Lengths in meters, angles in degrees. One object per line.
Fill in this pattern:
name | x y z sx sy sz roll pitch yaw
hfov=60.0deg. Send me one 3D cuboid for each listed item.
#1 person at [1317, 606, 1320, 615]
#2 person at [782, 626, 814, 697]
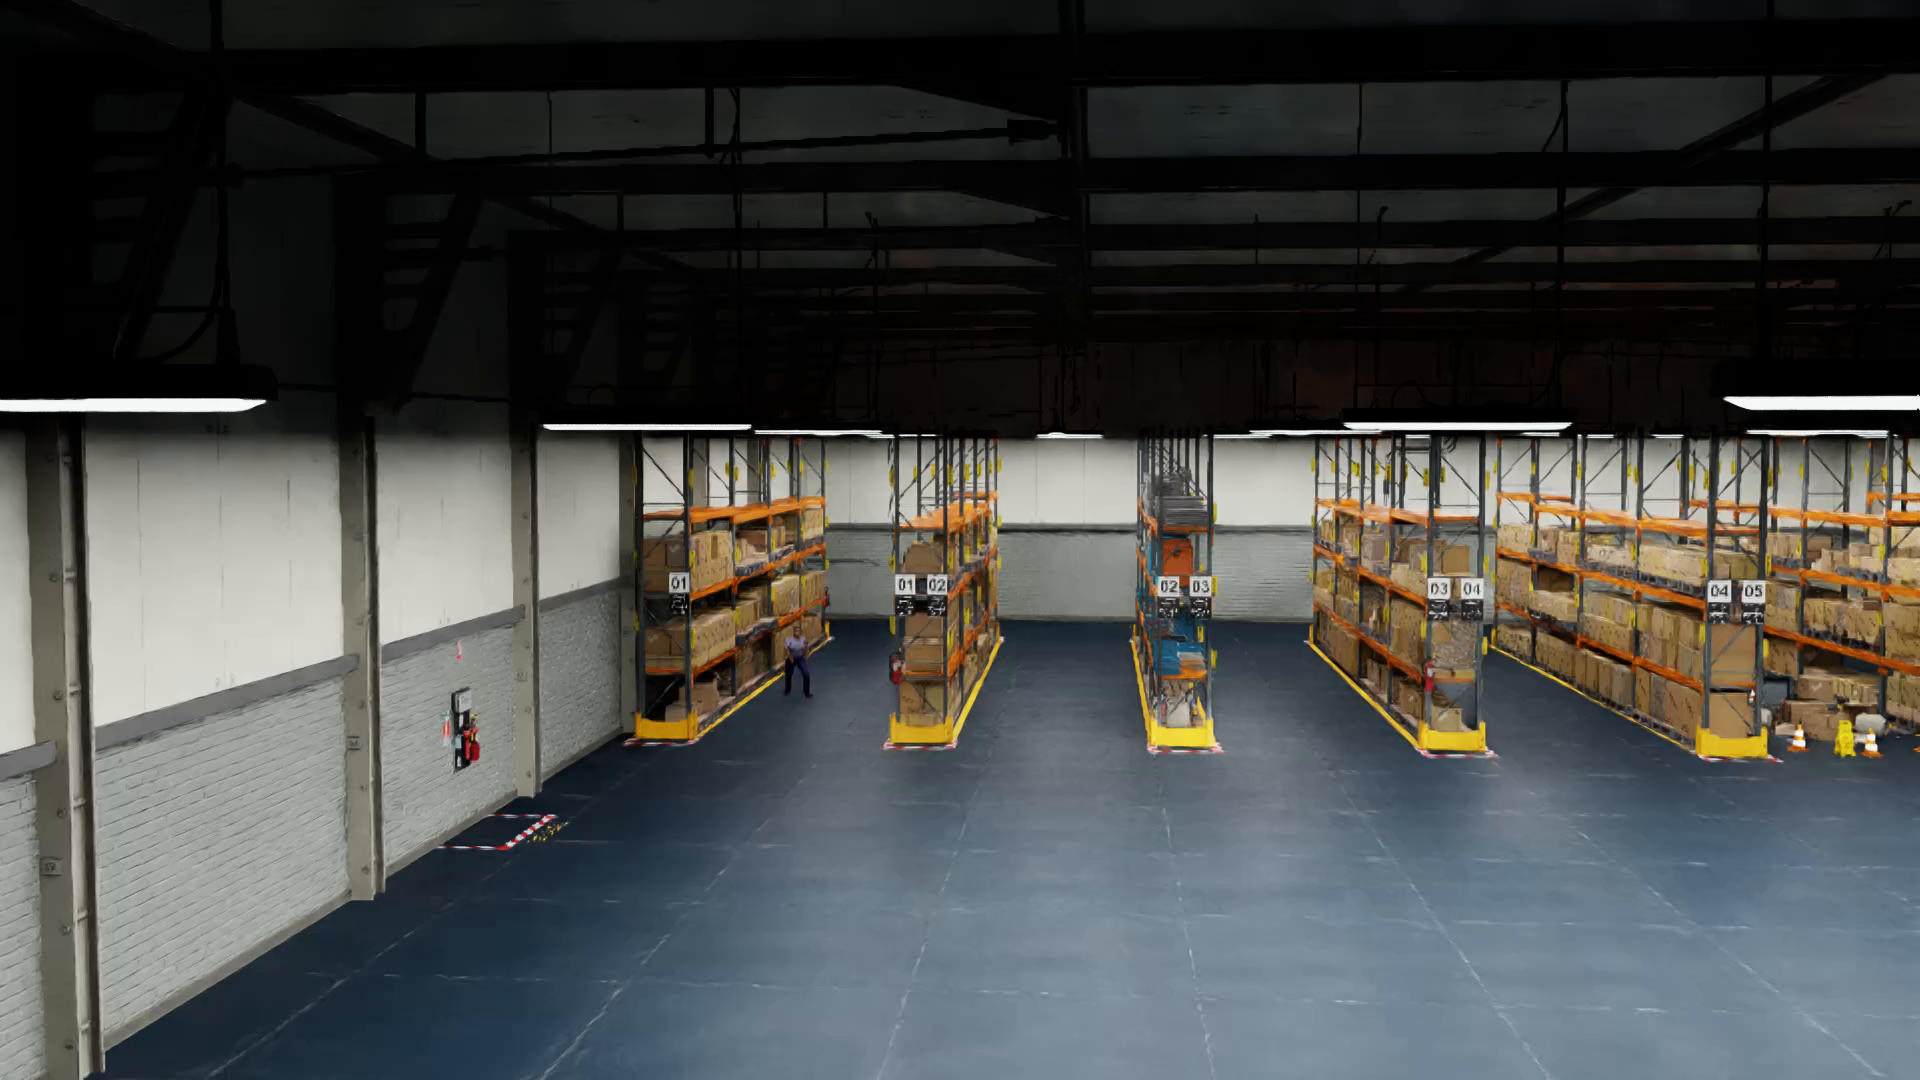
person | 10.551 1.634 48.270 0.613 1.123 0.400 -2 4 -30
person | -3.640 2.692 37.186 0.656 1.579 0.818 -1 4 -12
